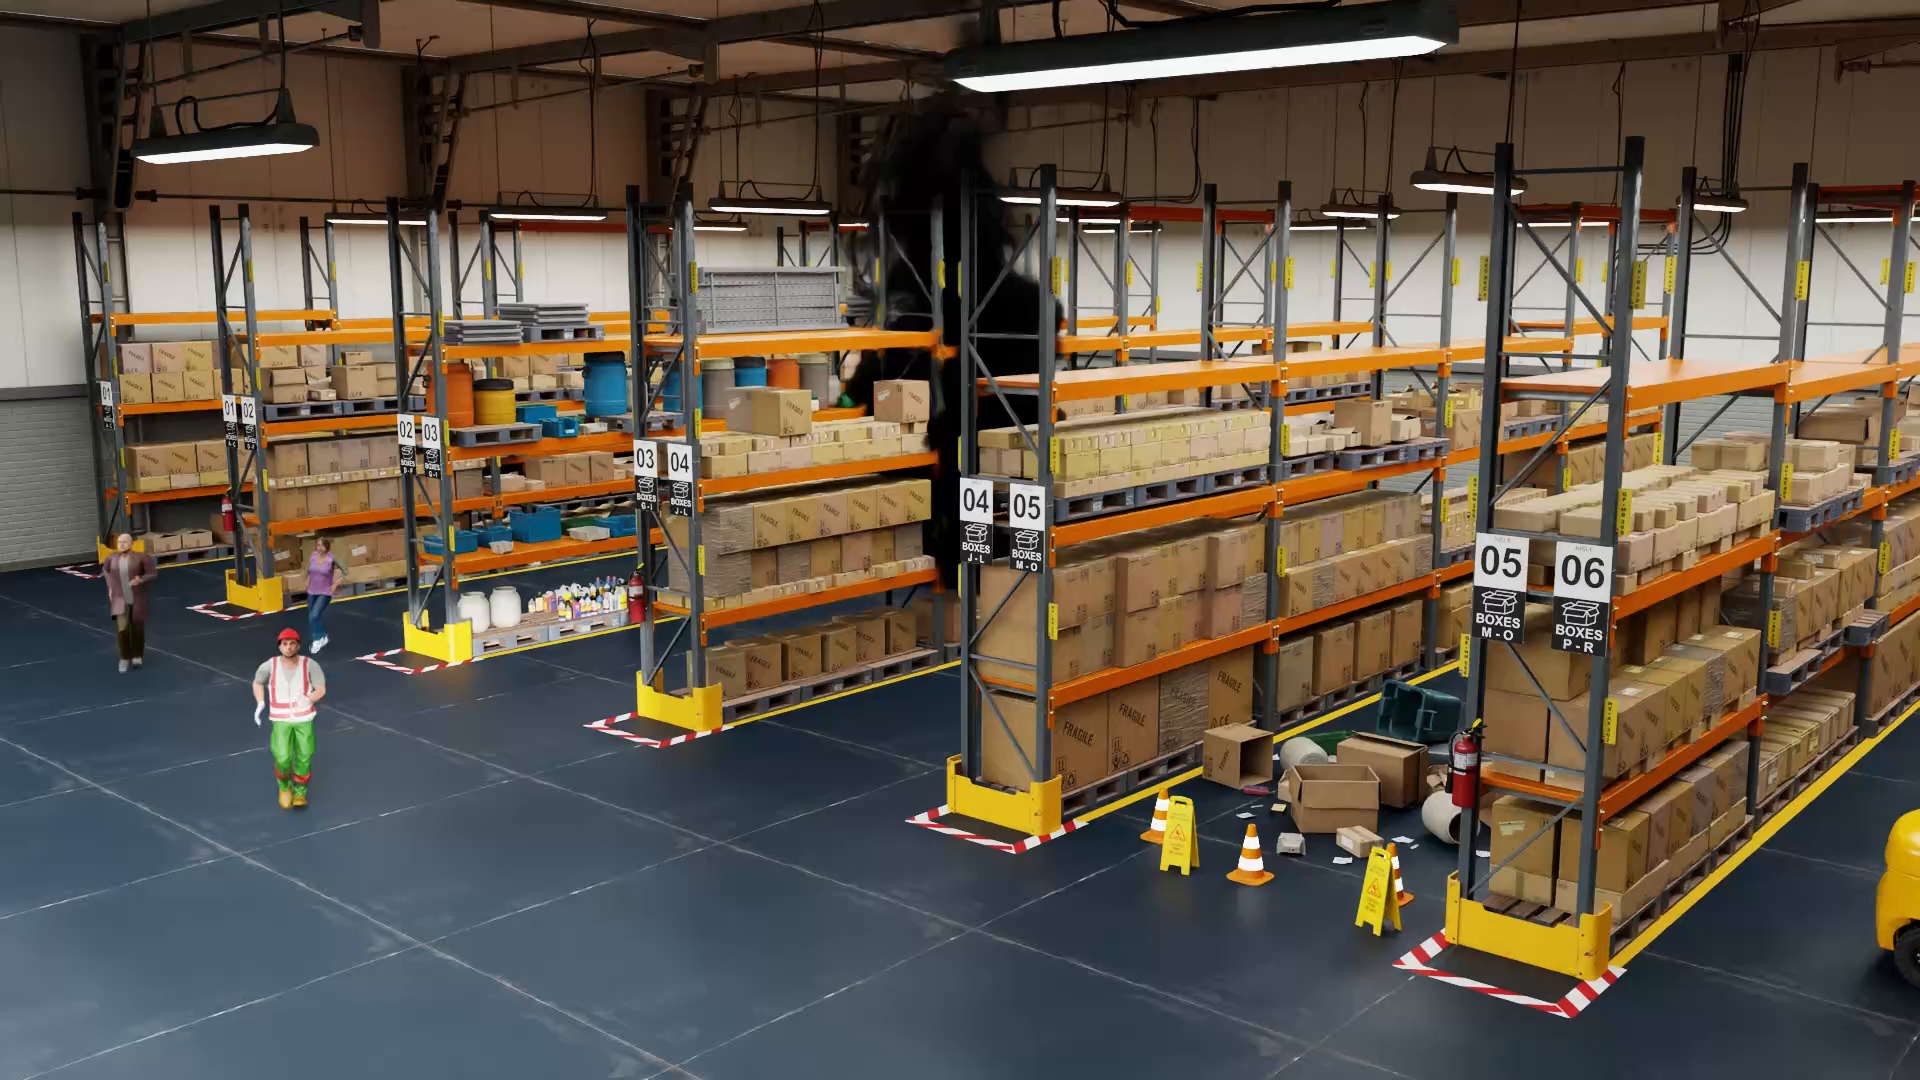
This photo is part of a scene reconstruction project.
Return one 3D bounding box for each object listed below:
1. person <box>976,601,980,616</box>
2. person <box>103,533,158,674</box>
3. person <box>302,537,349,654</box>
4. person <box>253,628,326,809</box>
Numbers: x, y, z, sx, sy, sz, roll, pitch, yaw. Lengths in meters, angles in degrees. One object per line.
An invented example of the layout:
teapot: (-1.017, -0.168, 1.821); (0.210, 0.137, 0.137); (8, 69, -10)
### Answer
person: (0.468, 1.191, 18.884); (0.683, 1.822, 0.718); (6, 11, 31)
person: (-10.544, 0.813, 21.152); (0.670, 1.818, 0.784); (-3, 10, -18)
person: (-8.489, 0.731, 22.158); (0.547, 1.577, 0.624); (2, 10, 15)
person: (-6.289, 1.700, 15.655); (0.639, 1.741, 0.645); (-4, 10, -23)
